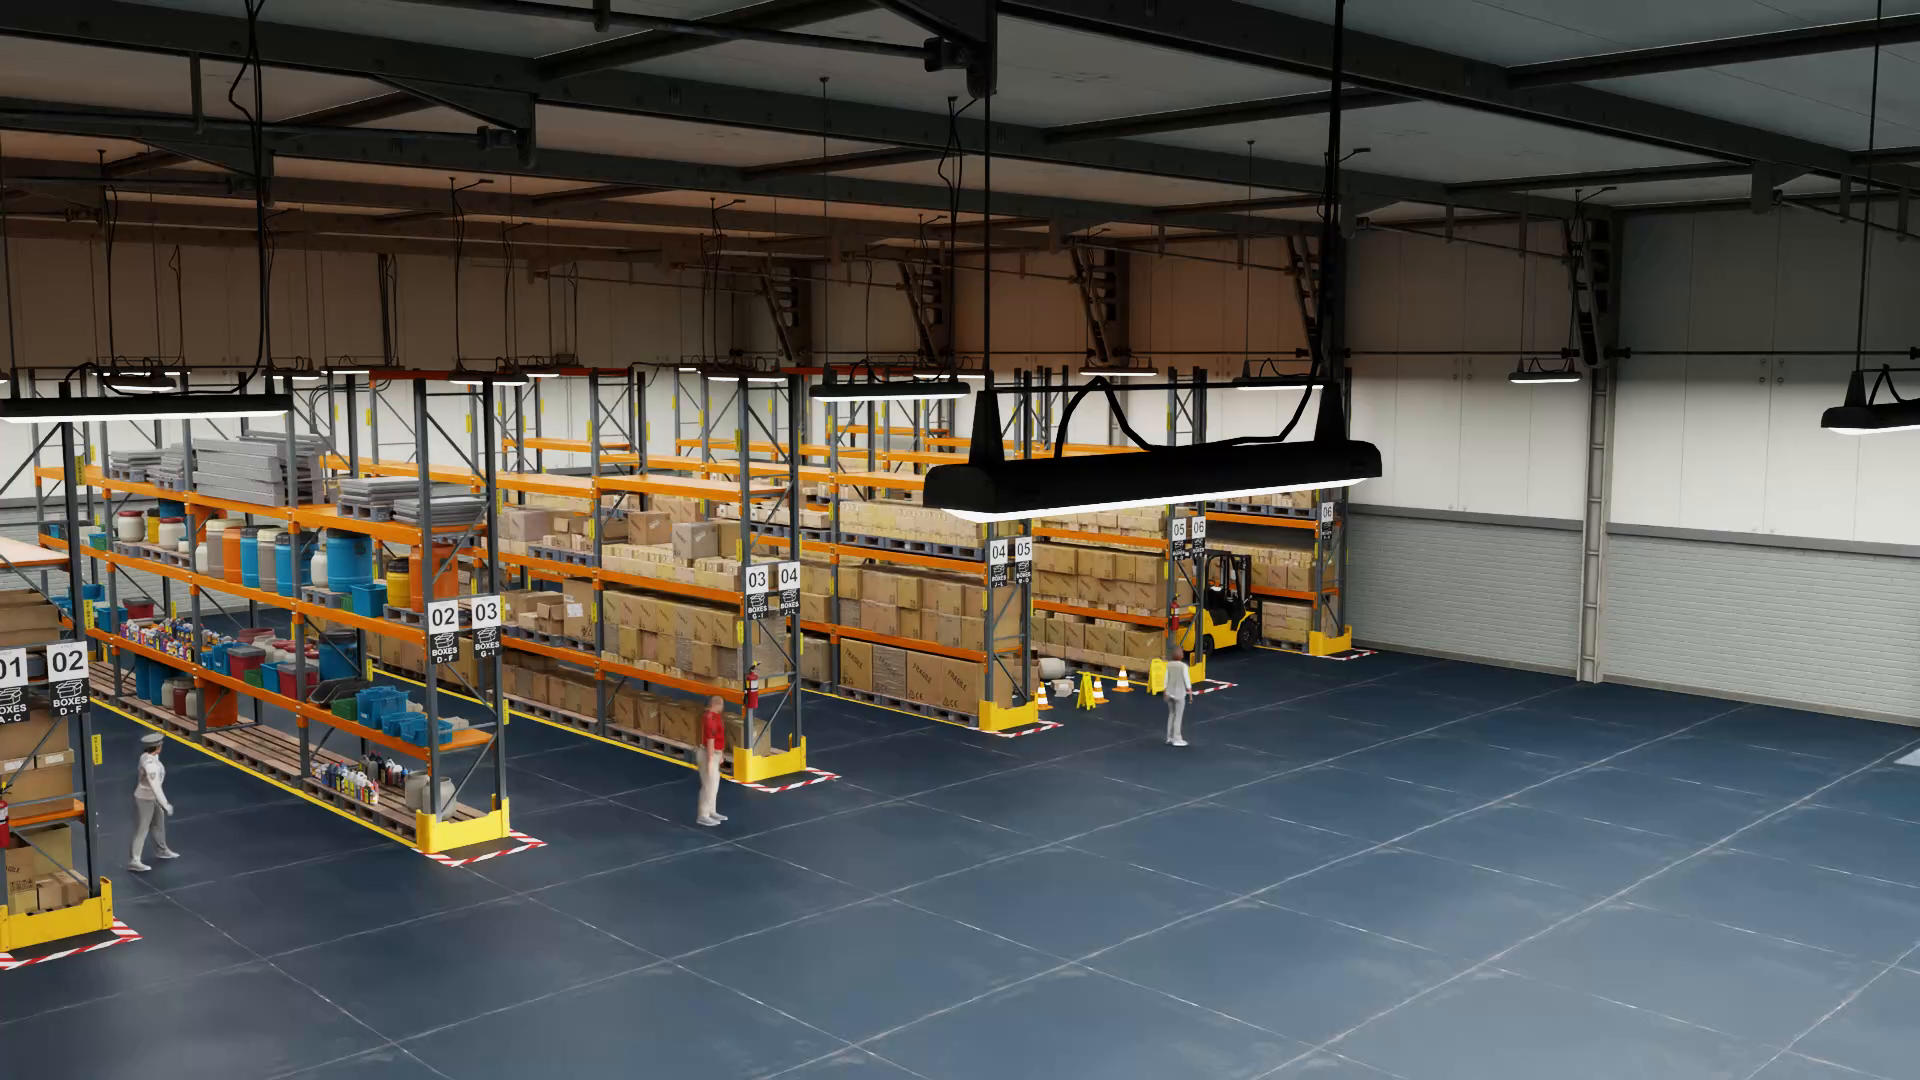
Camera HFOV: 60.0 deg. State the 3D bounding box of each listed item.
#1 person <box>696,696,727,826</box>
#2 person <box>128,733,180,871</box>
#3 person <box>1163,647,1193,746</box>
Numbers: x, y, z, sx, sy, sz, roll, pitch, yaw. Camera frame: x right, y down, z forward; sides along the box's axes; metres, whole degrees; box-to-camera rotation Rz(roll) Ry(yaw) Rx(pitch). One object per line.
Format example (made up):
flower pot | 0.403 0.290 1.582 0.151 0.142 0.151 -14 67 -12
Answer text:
person | -3.361 2.956 22.396 0.419 1.733 0.590 -1 7 -12
person | -9.994 3.223 20.533 0.559 1.696 0.655 -3 7 -22
person | 3.498 2.548 26.822 0.333 1.662 0.461 -6 9 -43
